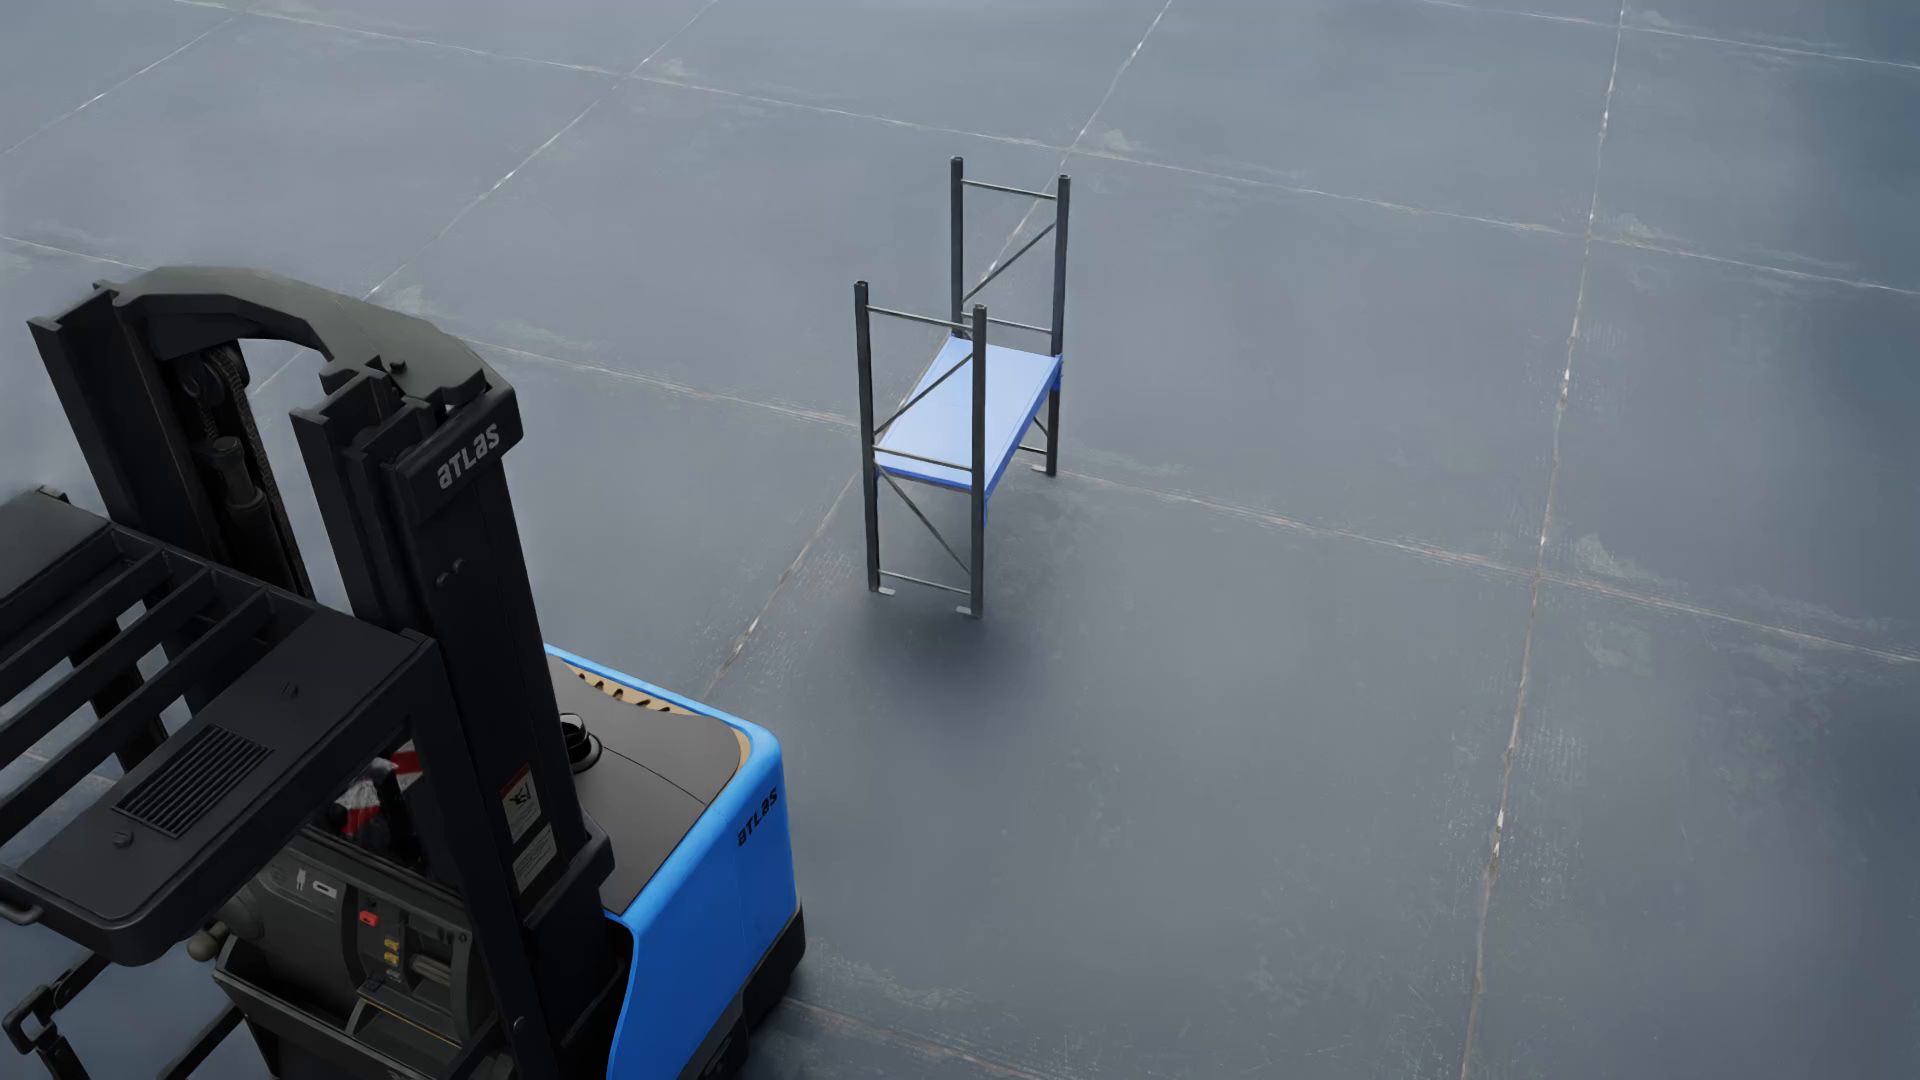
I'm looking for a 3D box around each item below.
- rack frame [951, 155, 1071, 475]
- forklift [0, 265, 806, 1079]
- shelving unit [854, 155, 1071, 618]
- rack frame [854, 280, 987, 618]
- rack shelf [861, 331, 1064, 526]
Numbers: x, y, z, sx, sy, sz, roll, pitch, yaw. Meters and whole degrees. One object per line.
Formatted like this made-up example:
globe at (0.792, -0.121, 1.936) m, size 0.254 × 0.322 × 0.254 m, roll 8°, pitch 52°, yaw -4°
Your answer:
rack frame at (0.203, -0.933, 7.188) m, size 0.500 × 1.500 × 0.032 m, roll 13°, pitch 42°, yaw 15°
forklift at (-1.626, 0.992, 3.829) m, size 1.130 × 2.935 × 3.031 m, roll 18°, pitch 44°, yaw 20°
shelving unit at (0.029, -0.623, 6.824) m, size 0.538 × 1.500 × 1.048 m, roll 13°, pitch 42°, yaw 15°
rack frame at (-0.145, -0.313, 6.461) m, size 0.500 × 1.500 × 0.032 m, roll 13°, pitch 42°, yaw 15°
rack shelf at (0.029, -0.486, 6.941) m, size 0.538 × 0.185 × 1.000 m, roll 13°, pitch 42°, yaw 15°
